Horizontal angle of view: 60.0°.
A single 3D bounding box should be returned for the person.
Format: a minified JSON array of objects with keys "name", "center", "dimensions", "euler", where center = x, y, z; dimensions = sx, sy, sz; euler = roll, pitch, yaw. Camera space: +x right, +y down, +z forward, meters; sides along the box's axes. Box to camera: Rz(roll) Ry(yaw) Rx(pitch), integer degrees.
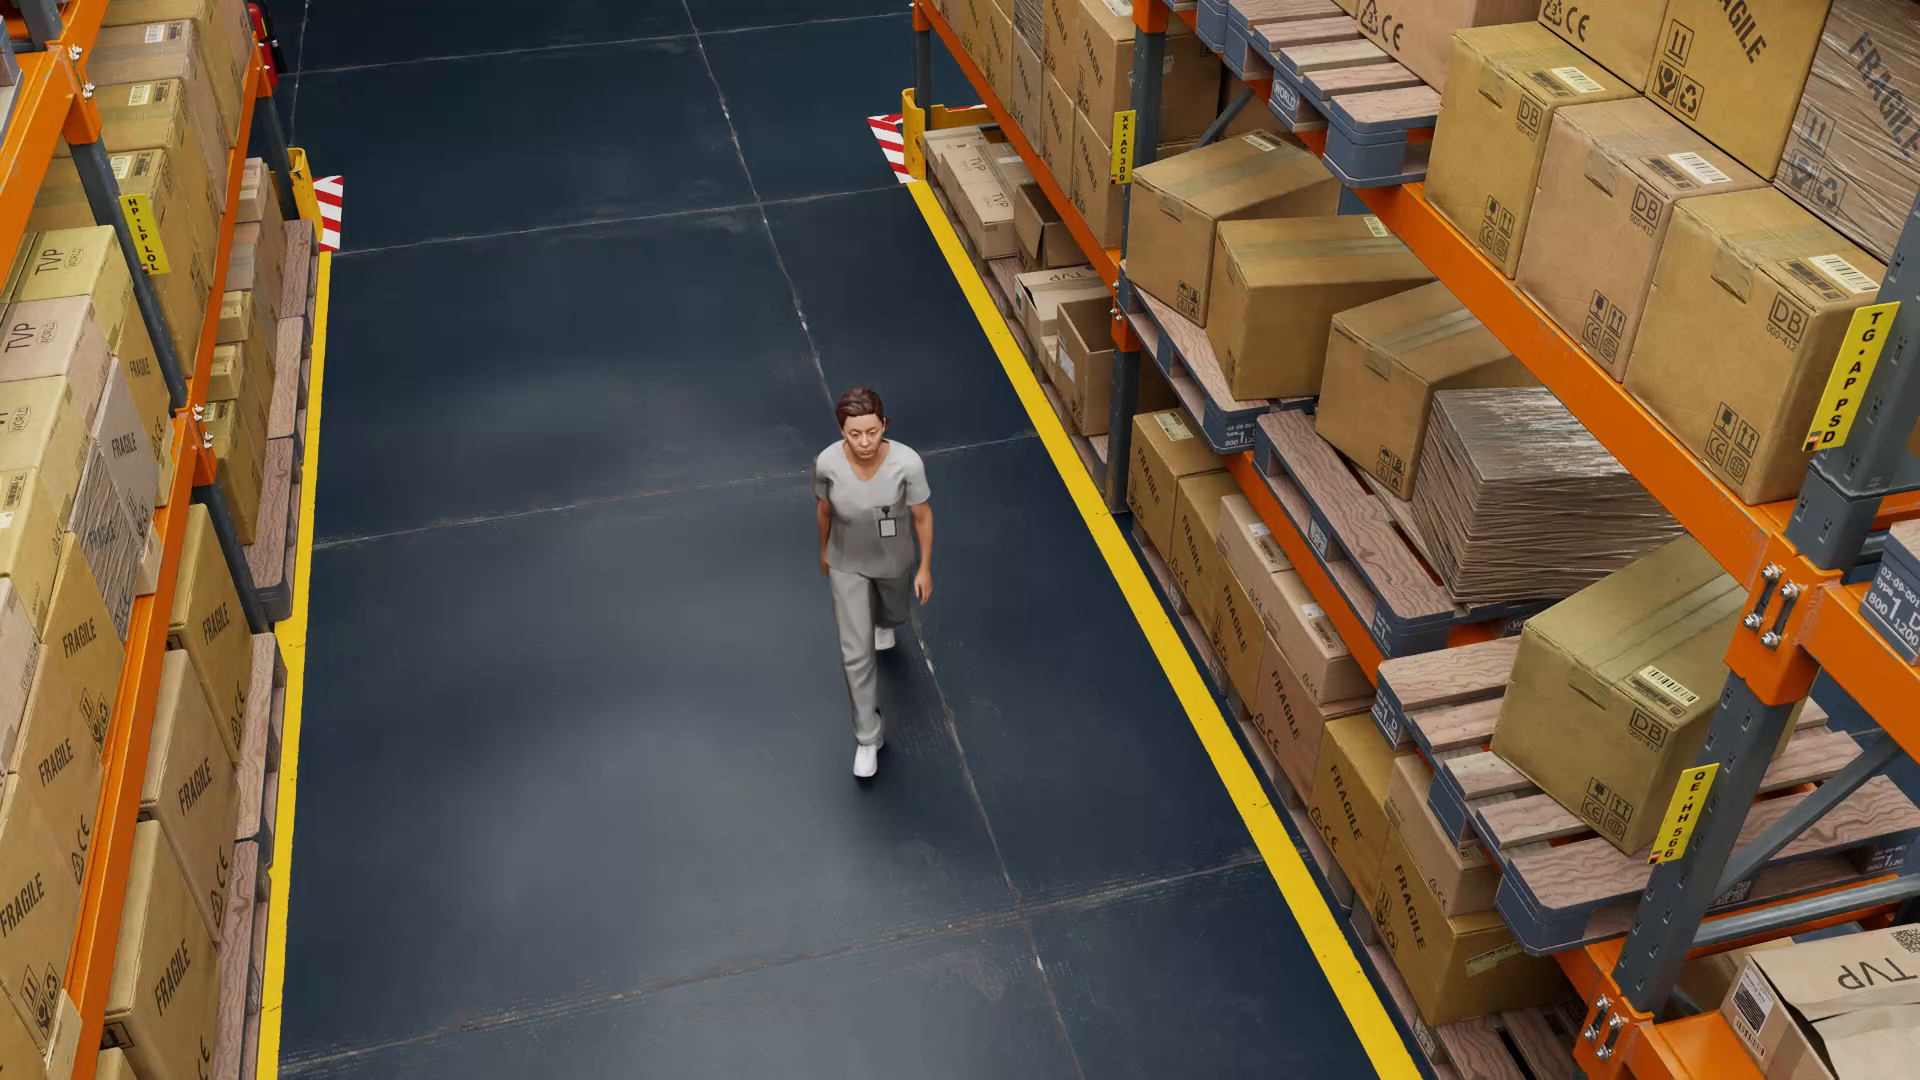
[{"name":"person","center":[-0.338,0.052,6.660],"dimensions":[0.455,1.624,1.011],"euler":[-2,38,-3]}]
